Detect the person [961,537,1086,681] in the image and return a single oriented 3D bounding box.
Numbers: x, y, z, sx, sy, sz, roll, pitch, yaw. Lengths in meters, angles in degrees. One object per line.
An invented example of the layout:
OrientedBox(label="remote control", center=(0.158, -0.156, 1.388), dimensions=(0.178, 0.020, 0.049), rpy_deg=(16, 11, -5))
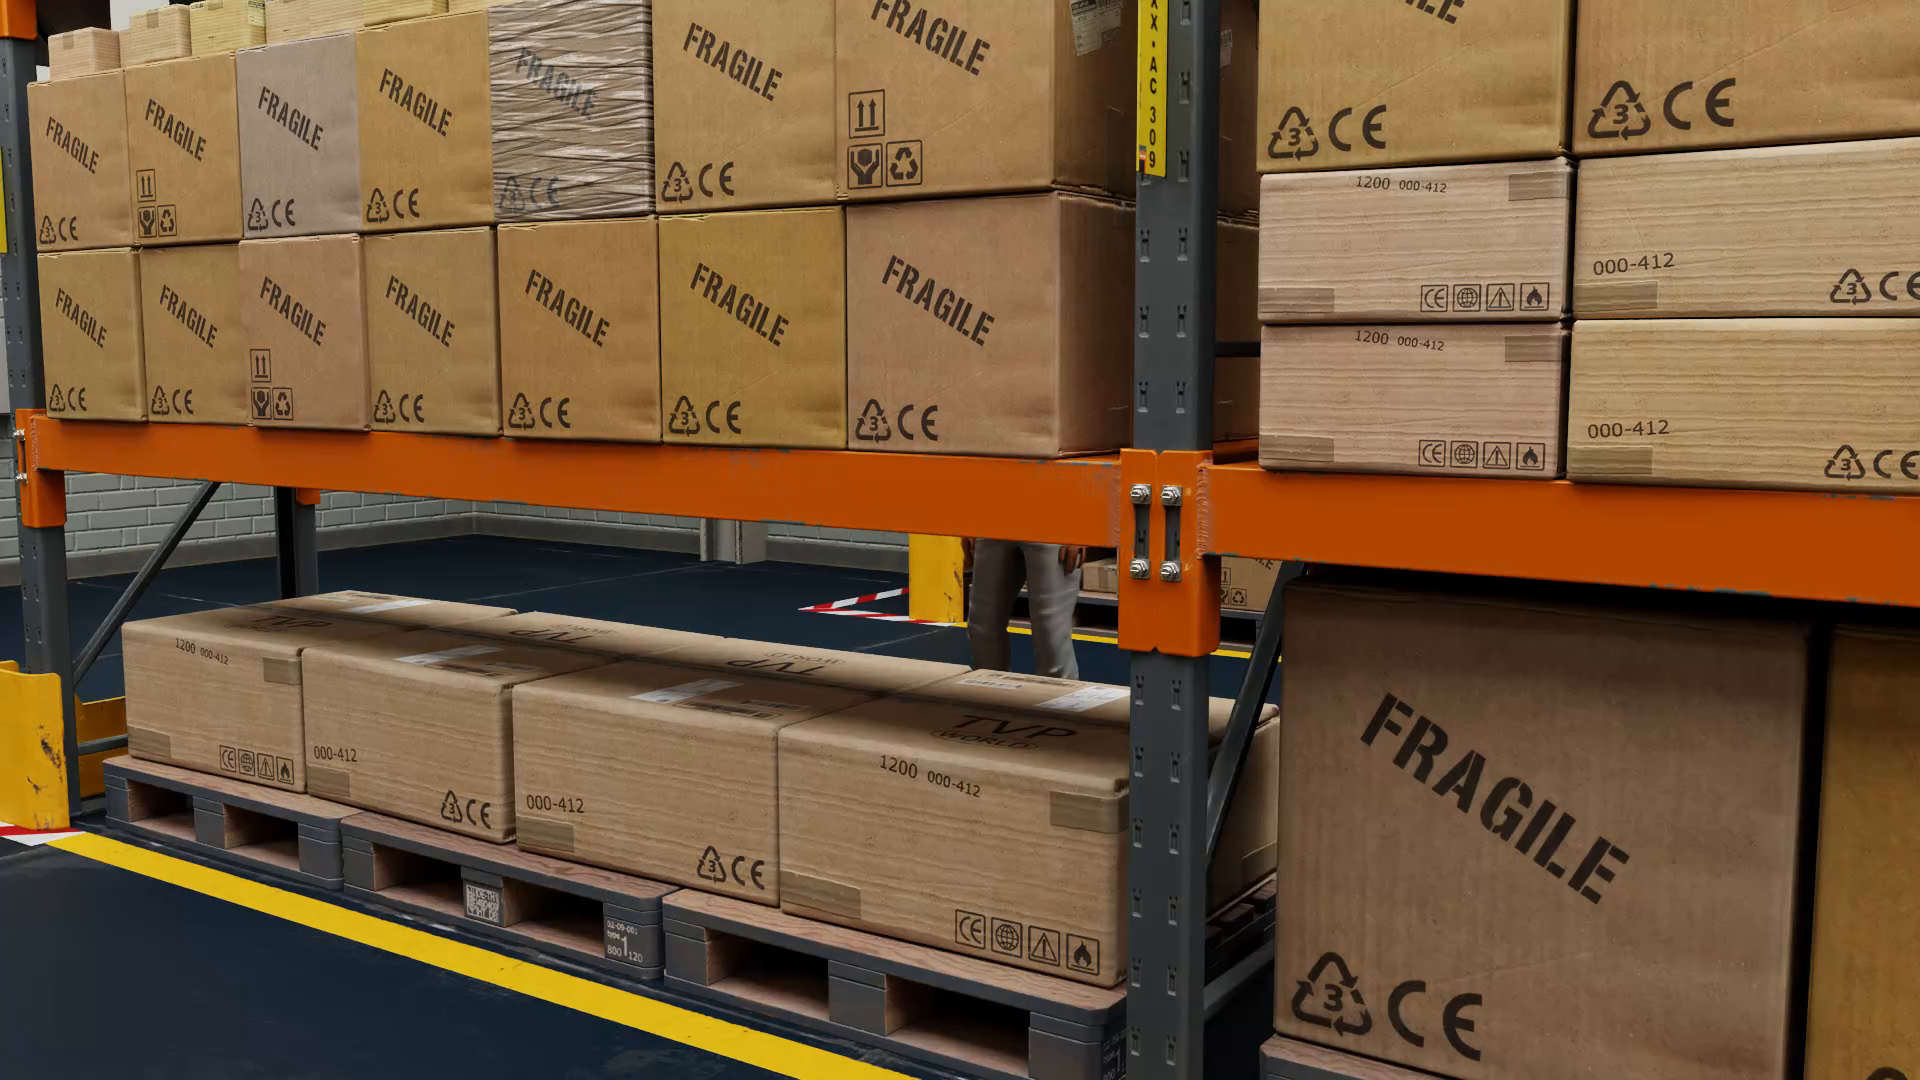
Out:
OrientedBox(label="person", center=(0.231, -0.021, 6.161), dimensions=(0.544, 1.666, 0.470), rpy_deg=(4, 8, 33))
